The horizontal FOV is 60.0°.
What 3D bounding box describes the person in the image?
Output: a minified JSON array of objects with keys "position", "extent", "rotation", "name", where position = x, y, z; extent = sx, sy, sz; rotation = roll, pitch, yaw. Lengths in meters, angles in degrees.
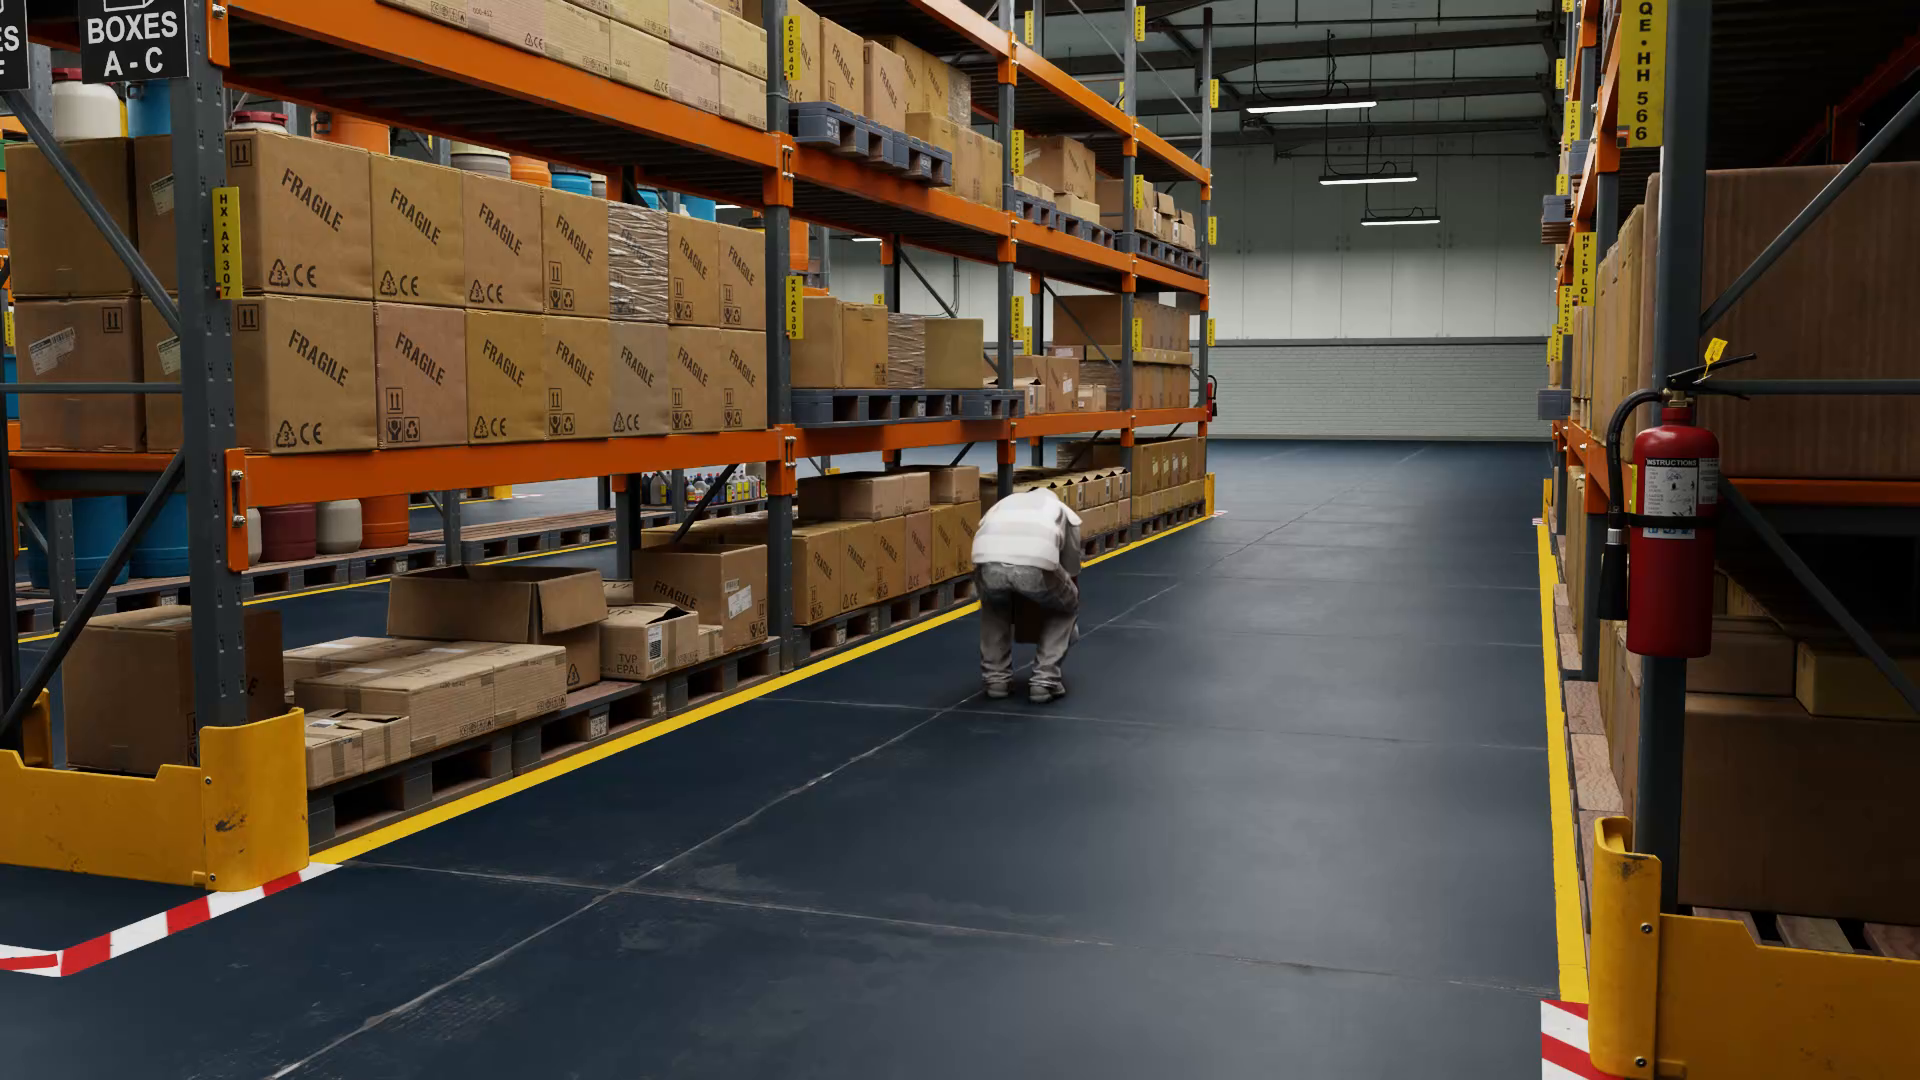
[{"position":[0.330,0.260,8.308],"extent":[0.548,1.002,0.972],"rotation":[1,5,16],"name":"person"}]
